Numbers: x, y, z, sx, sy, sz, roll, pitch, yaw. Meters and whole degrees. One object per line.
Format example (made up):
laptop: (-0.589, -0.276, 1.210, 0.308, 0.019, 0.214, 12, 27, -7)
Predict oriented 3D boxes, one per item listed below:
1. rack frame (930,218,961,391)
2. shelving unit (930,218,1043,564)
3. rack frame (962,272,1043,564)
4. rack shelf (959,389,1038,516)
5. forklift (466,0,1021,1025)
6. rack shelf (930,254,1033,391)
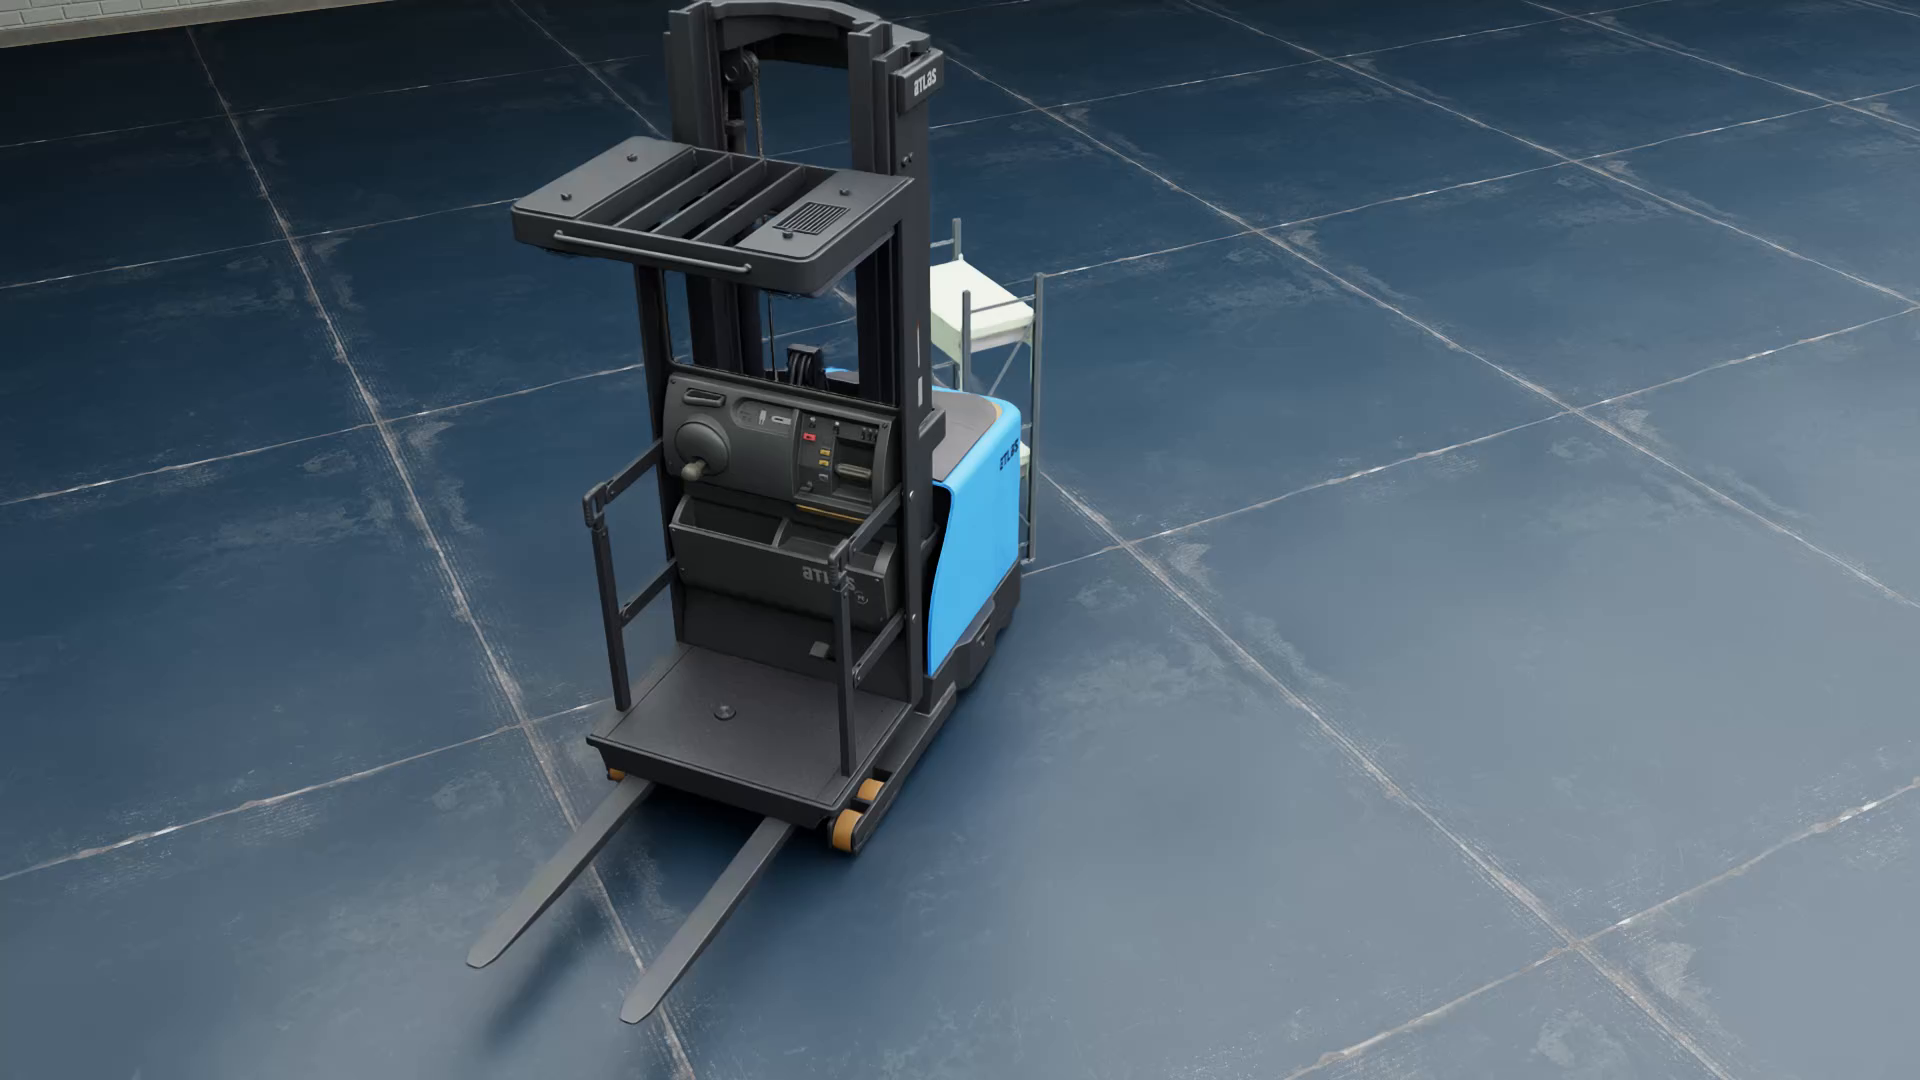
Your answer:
rack frame: (-0.175, -0.830, 8.155, 0.400, 1.500, 0.023, -17, 36, -25)
shelving unit: (0.006, -0.658, 7.887, 0.431, 1.500, 0.755, -17, 36, -25)
rack frame: (0.186, -0.486, 7.619, 0.400, 1.500, 0.023, -17, 36, -25)
rack shelf: (0.006, -0.383, 8.063, 0.431, 0.370, 0.720, -17, 36, -25)
forklift: (-0.766, -0.298, 5.998, 1.130, 2.935, 3.031, 13, 35, 19)
rack shelf: (0.006, -0.987, 7.676, 0.431, 0.370, 0.720, -17, 36, -25)
